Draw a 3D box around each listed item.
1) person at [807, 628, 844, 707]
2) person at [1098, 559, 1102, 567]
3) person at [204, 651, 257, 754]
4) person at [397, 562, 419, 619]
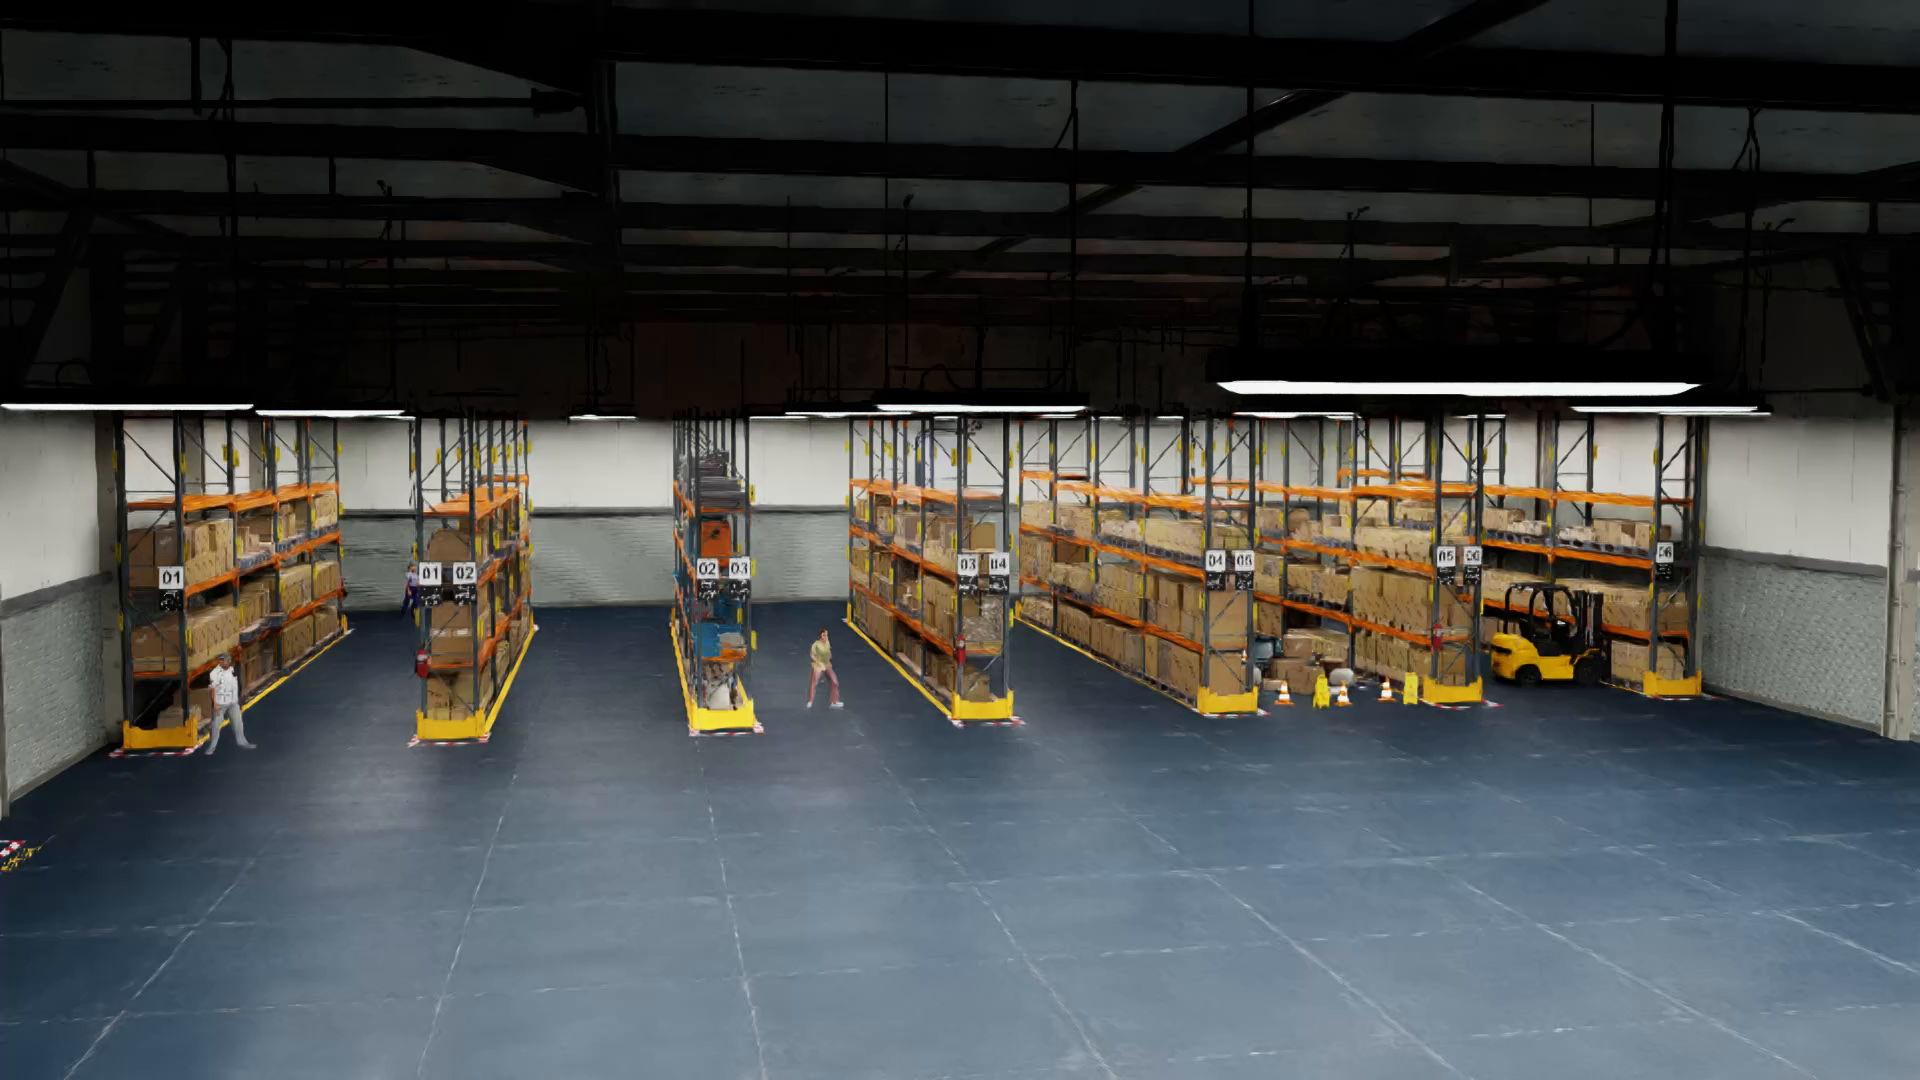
[{"bbox_3d":[-2.774,2.543,33.291,0.603,1.613,0.729,-3,5,-32],"label":"person"},{"bbox_3d":[3.986,1.429,47.706,0.463,1.782,0.598,-3,5,-38],"label":"person"},{"bbox_3d":[-12.672,2.790,28.757,0.585,1.755,0.772,2,5,27],"label":"person"},{"bbox_3d":[-16.002,1.480,48.262,0.475,1.645,0.684,2,5,28],"label":"person"}]
